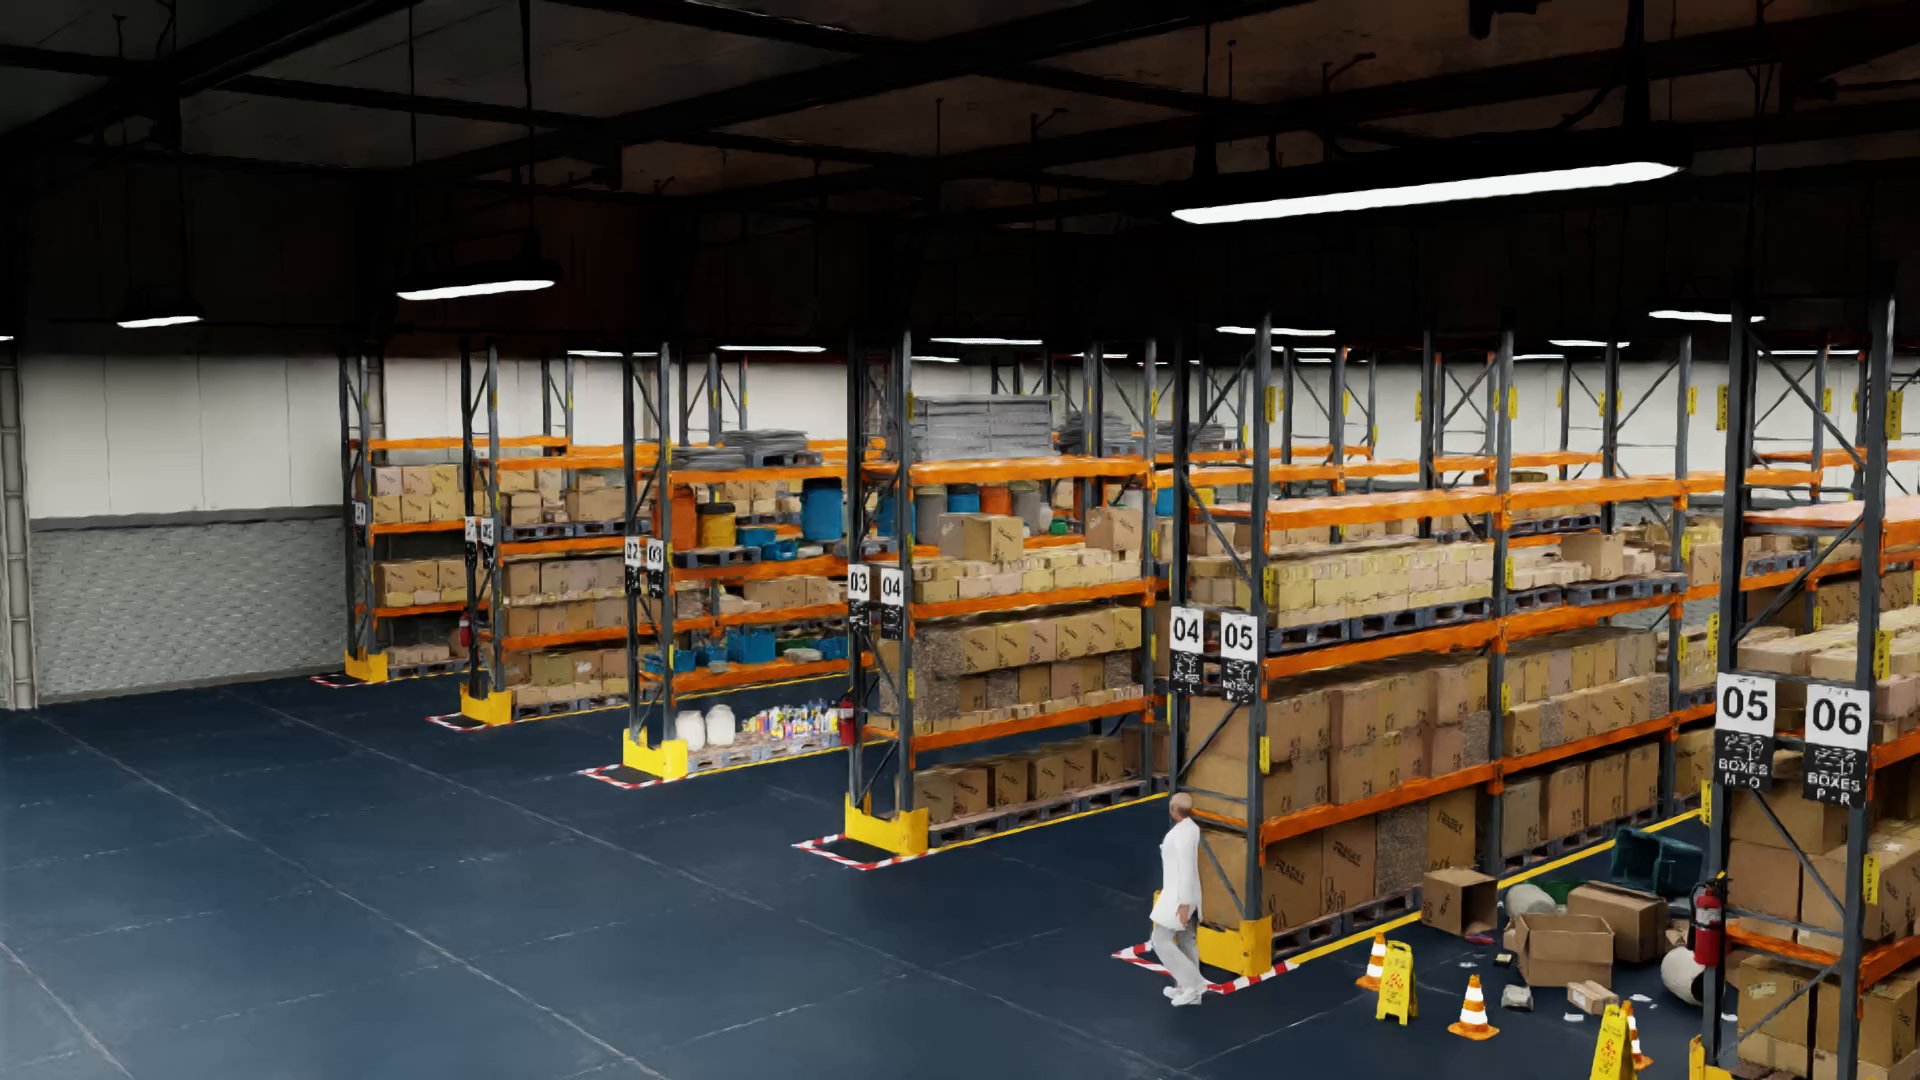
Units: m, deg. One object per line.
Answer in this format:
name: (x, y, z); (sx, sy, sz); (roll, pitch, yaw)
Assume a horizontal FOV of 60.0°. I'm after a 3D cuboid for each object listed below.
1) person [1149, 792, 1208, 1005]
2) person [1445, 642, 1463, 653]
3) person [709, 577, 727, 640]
person: (1.872, 3.020, 14.016); (0.503, 1.772, 0.711); (2, 5, 21)
person: (7.093, 2.170, 23.777); (1.122, 1.709, 0.553); (-4, 7, -39)
person: (-4.752, 1.420, 32.508); (0.432, 1.670, 0.503); (2, 5, 21)
